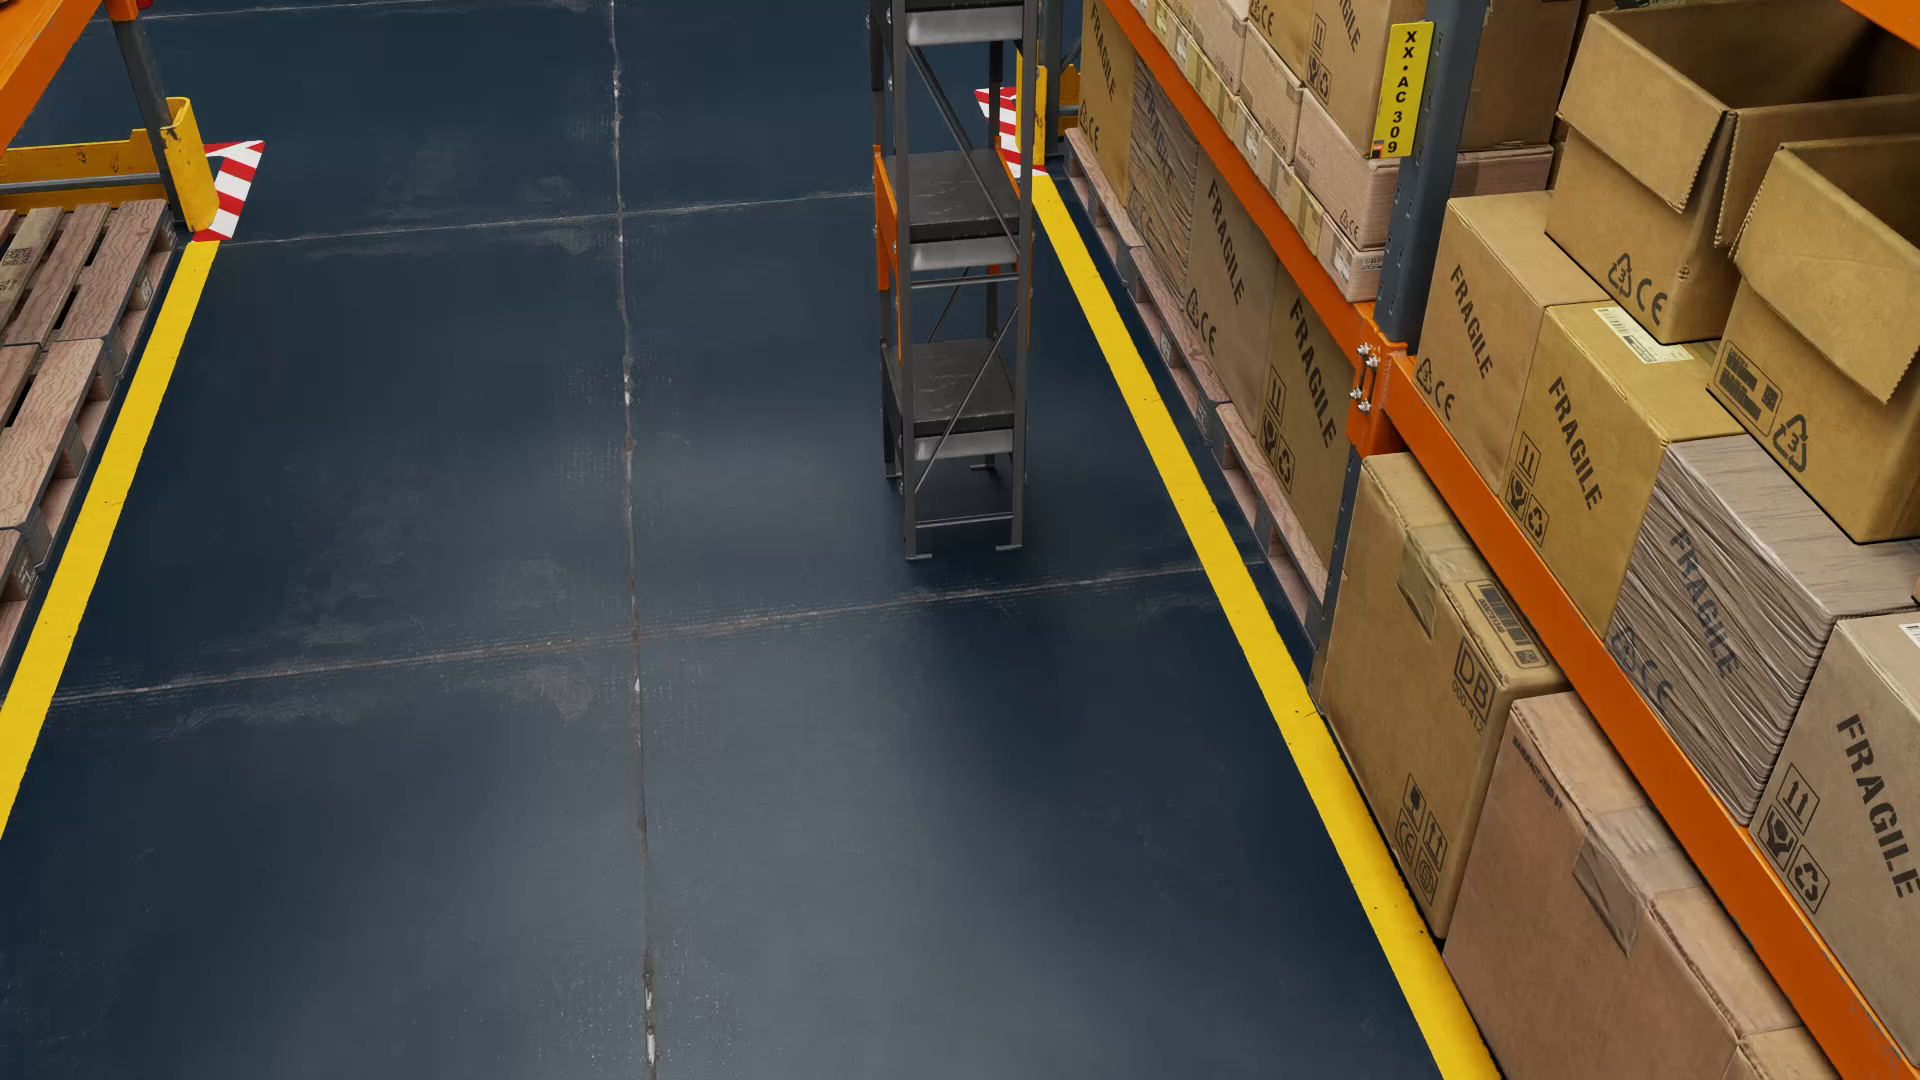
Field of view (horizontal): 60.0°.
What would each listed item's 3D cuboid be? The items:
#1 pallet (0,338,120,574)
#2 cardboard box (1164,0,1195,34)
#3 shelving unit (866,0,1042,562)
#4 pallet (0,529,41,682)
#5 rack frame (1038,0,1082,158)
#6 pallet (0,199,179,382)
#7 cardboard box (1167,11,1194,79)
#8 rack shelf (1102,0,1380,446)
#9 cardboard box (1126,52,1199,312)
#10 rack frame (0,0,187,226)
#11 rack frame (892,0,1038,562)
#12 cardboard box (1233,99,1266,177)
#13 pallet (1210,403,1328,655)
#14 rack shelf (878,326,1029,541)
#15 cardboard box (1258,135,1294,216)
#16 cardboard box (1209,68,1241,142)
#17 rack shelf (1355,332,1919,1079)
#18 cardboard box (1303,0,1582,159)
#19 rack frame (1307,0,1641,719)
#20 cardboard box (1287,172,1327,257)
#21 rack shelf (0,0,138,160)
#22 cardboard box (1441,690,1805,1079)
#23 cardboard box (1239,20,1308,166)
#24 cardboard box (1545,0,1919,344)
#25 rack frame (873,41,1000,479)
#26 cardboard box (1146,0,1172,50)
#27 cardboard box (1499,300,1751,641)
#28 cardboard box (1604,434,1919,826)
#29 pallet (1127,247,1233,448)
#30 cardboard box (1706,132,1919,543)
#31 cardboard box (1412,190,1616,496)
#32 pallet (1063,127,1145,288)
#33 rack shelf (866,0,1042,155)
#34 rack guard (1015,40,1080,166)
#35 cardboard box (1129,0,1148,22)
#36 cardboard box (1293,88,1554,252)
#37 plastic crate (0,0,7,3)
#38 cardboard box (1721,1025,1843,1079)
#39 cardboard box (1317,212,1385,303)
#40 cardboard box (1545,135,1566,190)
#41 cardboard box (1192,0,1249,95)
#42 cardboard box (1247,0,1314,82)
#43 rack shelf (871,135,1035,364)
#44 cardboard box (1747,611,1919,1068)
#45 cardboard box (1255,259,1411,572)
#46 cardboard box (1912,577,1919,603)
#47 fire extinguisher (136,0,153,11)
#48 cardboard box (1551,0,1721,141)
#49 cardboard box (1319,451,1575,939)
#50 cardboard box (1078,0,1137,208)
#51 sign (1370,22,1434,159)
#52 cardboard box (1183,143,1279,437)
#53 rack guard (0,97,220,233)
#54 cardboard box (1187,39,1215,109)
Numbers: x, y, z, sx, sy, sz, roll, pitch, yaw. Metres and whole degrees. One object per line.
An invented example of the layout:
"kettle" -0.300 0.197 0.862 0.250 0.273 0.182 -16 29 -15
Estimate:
"pallet" -3.684 -0.278 5.936 1.003 0.211 1.213 -6 38 -8
"cardboard box" 0.972 -1.957 5.704 0.500 0.250 0.500 -7 38 -9
"shelving unit" -0.029 -0.929 5.235 0.431 2.100 0.503 -6 38 -8
"pallet" -3.467 0.460 4.985 1.003 0.211 1.213 -6 38 -8
"rack frame" 0.875 -3.150 7.359 1.000 3.000 0.127 -6 38 -8
"pallet" -3.895 -1.013 6.882 1.003 0.211 1.213 -6 38 -8
"cardboard box" 0.931 -1.713 5.715 0.380 0.149 0.250 -6 38 -7
"rack shelf" 1.226 -1.657 6.025 1.077 0.370 4.000 -6 38 -8
"cardboard box" 1.226 -1.549 6.688 0.875 0.875 0.875 -6 38 -8
"rack frame" -4.001 -2.617 6.673 1.000 3.000 0.127 -6 38 -8
"rack frame" 0.014 -0.782 5.045 0.400 2.100 0.015 -6 38 -8
"cardboard box" 1.065 -1.249 5.118 0.380 0.149 0.250 -6 38 -7
"pallet" 1.520 -0.100 5.707 1.003 0.211 1.213 -6 38 -8
"rack shelf" -0.029 -0.366 5.672 0.431 0.518 0.480 -6 38 -8
"cardboard box" 1.110 -1.094 4.918 0.380 0.149 0.250 -7 38 -9
"cardboard box" 1.020 -1.405 5.318 0.380 0.149 0.250 -6 38 -7
"rack shelf" 1.927 0.759 2.915 1.077 0.370 4.000 -6 38 -8
"cardboard box" 1.233 -1.337 4.294 0.500 0.500 0.500 -5 38 -7
"rack frame" 1.576 -0.734 4.249 1.000 3.000 0.127 -6 38 -8
"cardboard box" 1.155 -0.939 4.719 0.380 0.149 0.250 -6 38 -7
"rack shelf" -3.650 -1.125 5.339 1.077 0.370 4.000 -6 38 -8
"cardboard box" 1.866 0.864 3.583 1.225 0.875 0.875 -7 38 -10
"cardboard box" 1.148 -1.343 4.913 0.500 0.250 0.500 -5 38 -7
"cardboard box" 1.697 -0.784 3.415 0.797 0.503 0.637 -7 38 -9
"rack frame" -0.072 -1.077 5.424 0.400 2.100 0.015 -6 38 -8
"cardboard box" 0.884 -1.872 5.919 0.380 0.149 0.250 -7 38 -9
"cardboard box" 1.500 -0.165 3.436 0.500 0.500 0.500 -6 38 -8
"cardboard box" 1.587 0.138 3.046 0.500 0.500 0.500 -7 38 -9
"pallet" 1.303 -0.839 6.657 1.003 0.211 1.213 -6 38 -8
"cardboard box" 1.805 -0.369 2.880 0.797 0.503 0.637 -6 38 -7
"cardboard box" 1.411 -0.468 3.826 0.500 0.500 0.500 -6 38 -8
"pallet" 1.092 -1.574 7.604 1.003 0.211 1.213 -6 38 -8
"rack shelf" -0.029 -1.471 4.813 0.431 0.518 0.480 -6 38 -8
"rack guard" 0.871 -2.177 8.145 1.175 0.500 0.348 -6 38 -8
"cardboard box" 0.840 -2.024 6.115 0.380 0.149 0.250 -7 38 -8
"cardboard box" 1.241 -1.030 4.511 0.500 0.250 0.500 -7 38 -9
"plastic crate" -3.680 -2.063 6.127 0.396 0.136 0.243 -6 38 -8
"cardboard box" 2.029 1.397 2.896 1.225 0.875 0.875 -6 38 -8
"cardboard box" 1.201 -0.783 4.518 0.380 0.149 0.250 -6 38 -8
"cardboard box" 1.752 -1.104 4.606 0.500 0.250 0.500 -7 38 -9
"cardboard box" 1.058 -1.651 5.310 0.500 0.250 0.500 -5 38 -7
"cardboard box" 1.149 -1.640 4.684 0.500 0.500 0.500 -6 38 -7
"rack shelf" -0.029 -0.918 5.243 0.431 0.518 0.480 -6 38 -8
"cardboard box" 1.683 0.449 2.646 0.500 0.500 0.500 -6 38 -7
"cardboard box" 1.540 -0.468 5.296 0.875 0.875 0.875 -6 38 -8
"cardboard box" 1.930 0.005 2.399 0.797 0.503 0.637 -5 38 -6
"fire extinguisher" -3.580 -2.579 6.992 0.296 0.674 0.183 -6 38 -8
"cardboard box" 1.744 -1.405 4.382 0.500 0.500 0.500 -6 38 -8
"cardboard box" 1.708 0.324 4.277 1.225 0.875 0.875 -6 38 -8
"cardboard box" 1.066 -2.098 7.396 0.875 0.875 0.875 -6 38 -8
"sign" 1.030 -1.046 3.881 0.100 0.325 0.005 -6 38 -8
"cardboard box" 1.382 -1.011 5.996 0.875 0.875 0.875 -6 38 -8
"rack guard" -4.018 -1.643 7.457 1.175 0.500 0.348 -6 38 -8
"cardboard box" 0.975 -1.559 5.517 0.380 0.149 0.250 -7 38 -9
